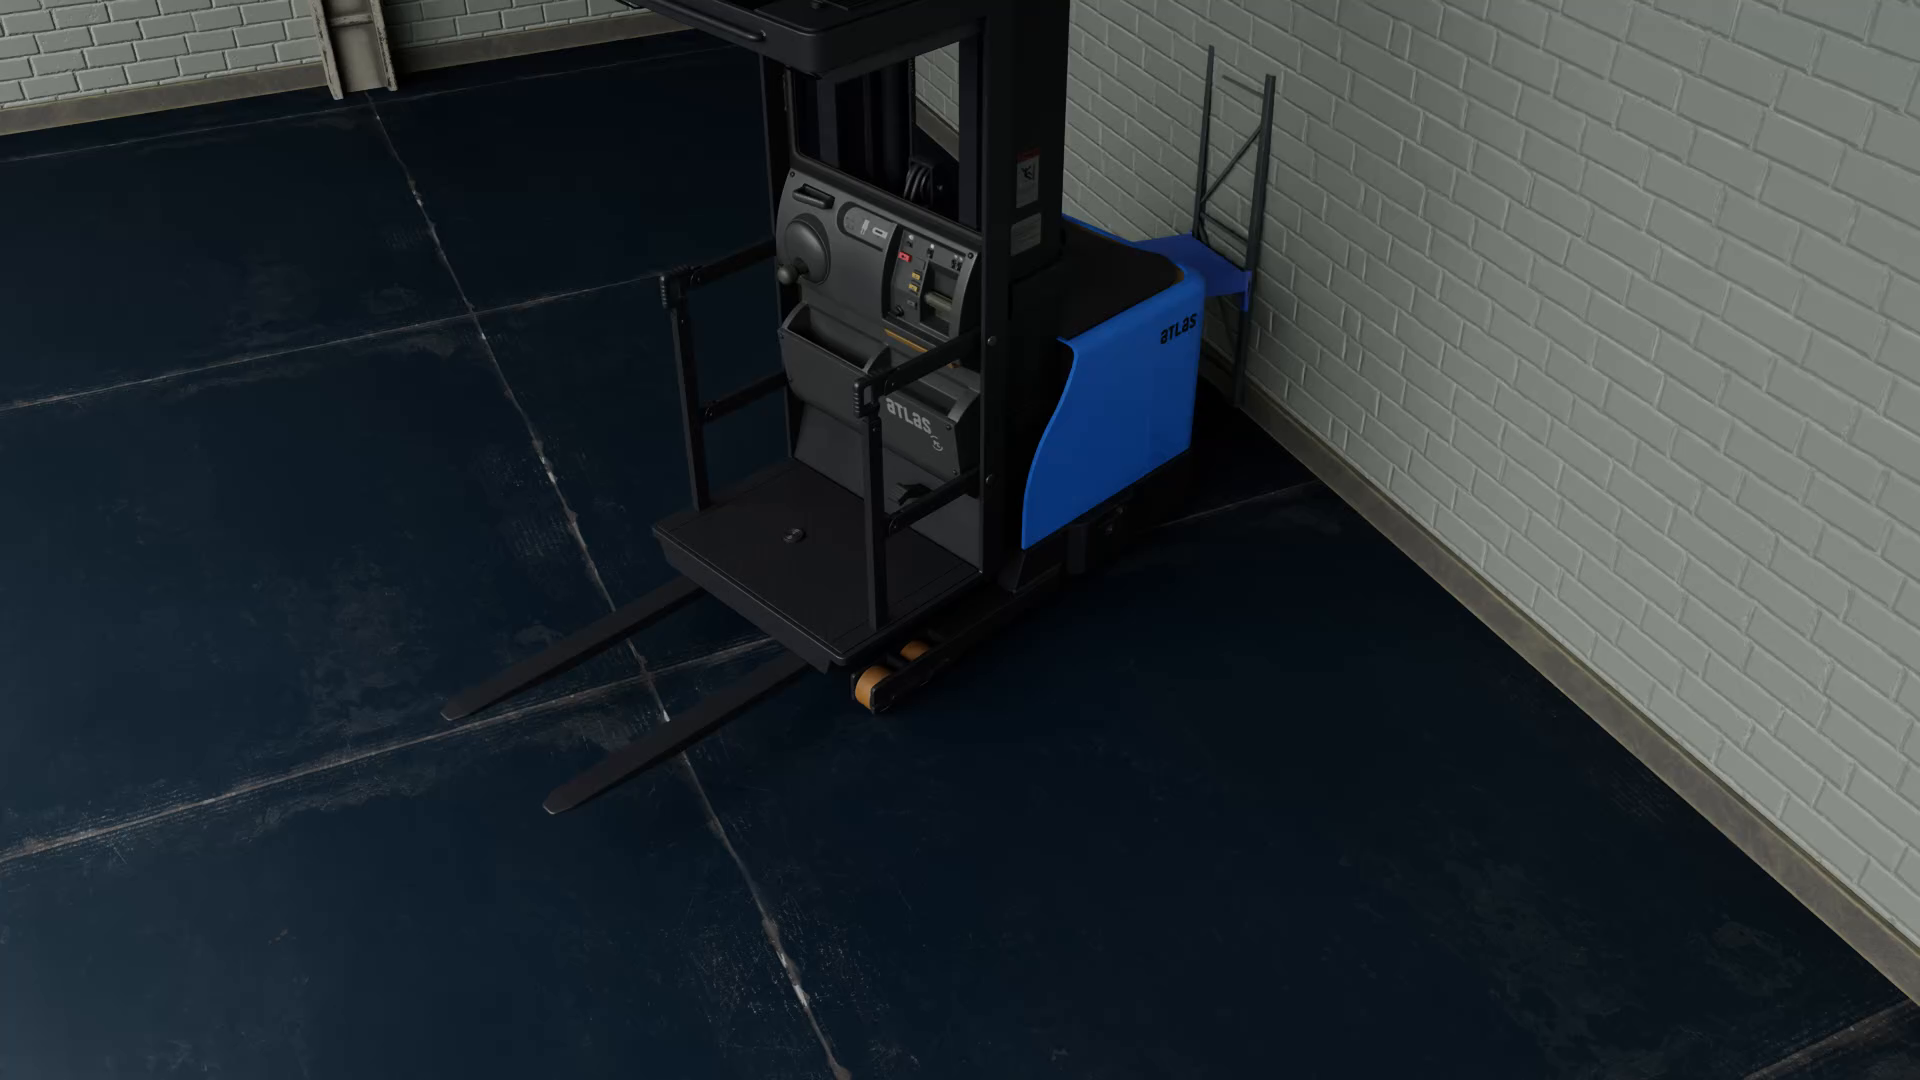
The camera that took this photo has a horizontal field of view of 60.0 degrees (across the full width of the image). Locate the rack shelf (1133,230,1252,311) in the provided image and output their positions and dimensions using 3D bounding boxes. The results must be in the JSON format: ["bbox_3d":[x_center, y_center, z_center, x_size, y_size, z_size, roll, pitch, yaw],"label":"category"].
[{"bbox_3d":[0.693,-1.103,7.216,1.000,0.185,0.538,-12,34,-20],"label":"rack shelf"}]

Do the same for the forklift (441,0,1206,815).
[{"bbox_3d":[-0.443,-0.914,5.522,3.031,2.935,1.130,-31,46,-35],"label":"forklift"}]

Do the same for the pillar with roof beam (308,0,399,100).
[{"bbox_3d":[-2.005,-4.205,4.866,0.400,9.000,9.100,-16,39,-20],"label":"pillar with roof beam"}]

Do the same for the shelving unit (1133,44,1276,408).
[{"bbox_3d":[0.695,-1.255,7.120,1.048,1.500,0.538,-12,34,-20],"label":"shelving unit"}]

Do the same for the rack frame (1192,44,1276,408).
[{"bbox_3d":[1.163,-1.356,7.290,0.032,1.500,0.500,-12,34,-20],"label":"rack frame"}]
